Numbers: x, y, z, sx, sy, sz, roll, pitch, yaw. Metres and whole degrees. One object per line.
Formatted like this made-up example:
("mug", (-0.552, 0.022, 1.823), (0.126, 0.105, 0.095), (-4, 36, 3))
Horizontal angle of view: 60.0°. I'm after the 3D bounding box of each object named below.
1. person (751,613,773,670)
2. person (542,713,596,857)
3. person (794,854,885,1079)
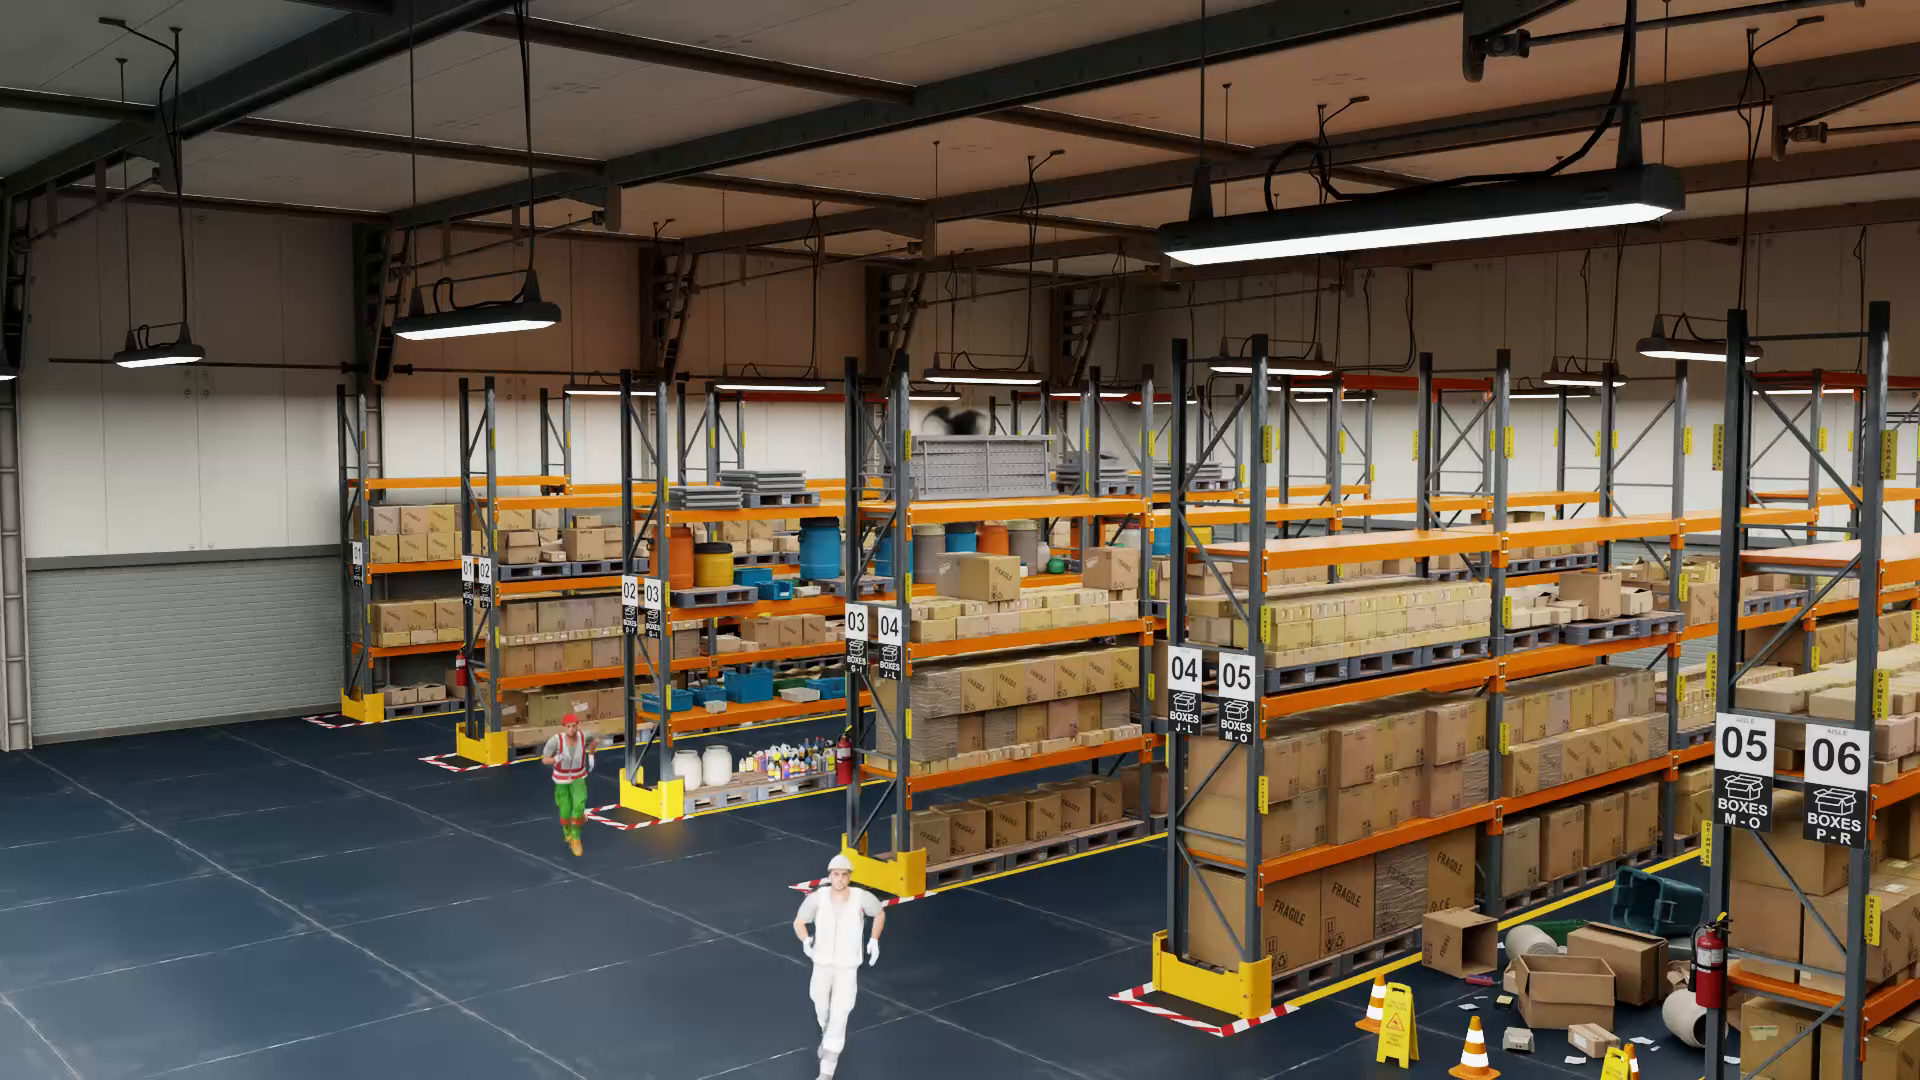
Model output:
("person", (-3.792, 2.207, 32.013), (0.692, 1.712, 0.620), (3, 5, 37))
("person", (-4.771, 2.939, 20.304), (0.626, 1.720, 0.931), (-1, 4, -14))
("person", (-0.985, 3.393, 13.231), (0.698, 1.800, 0.945), (1, 4, 9))
